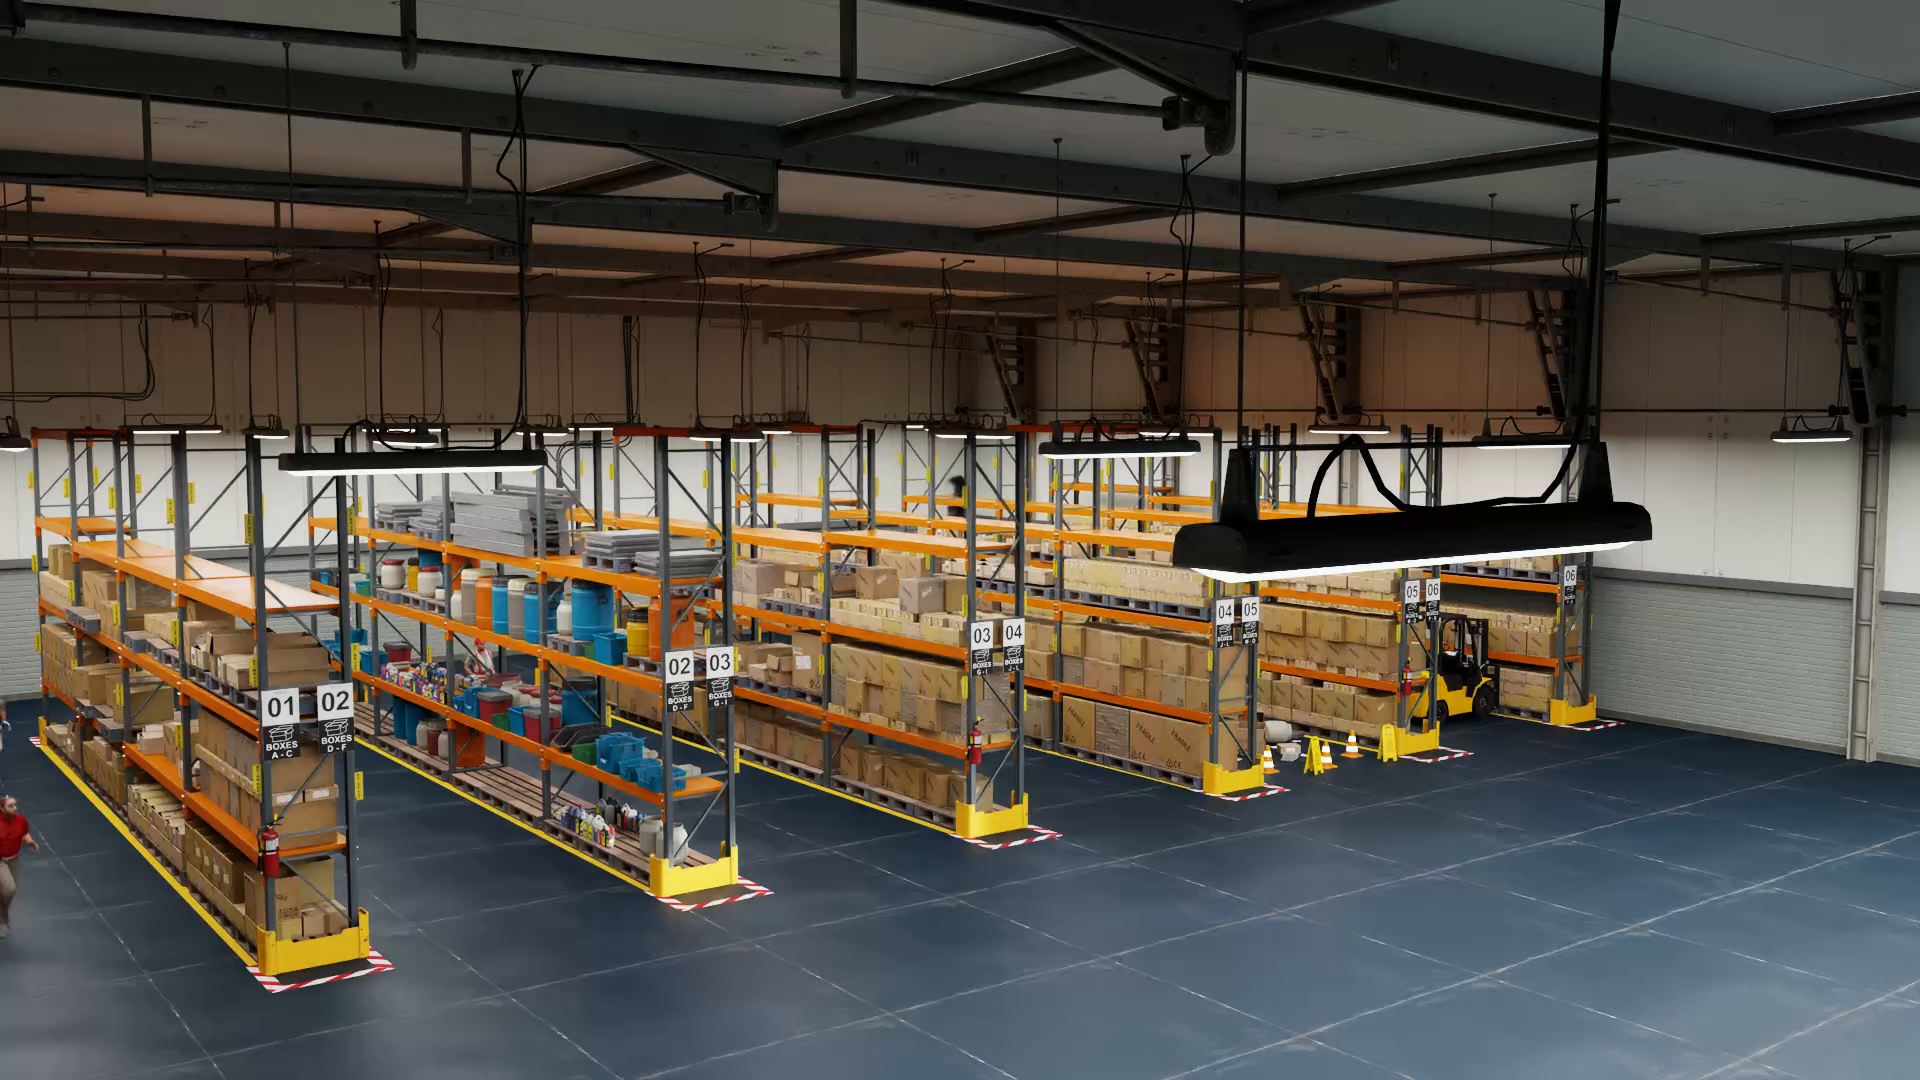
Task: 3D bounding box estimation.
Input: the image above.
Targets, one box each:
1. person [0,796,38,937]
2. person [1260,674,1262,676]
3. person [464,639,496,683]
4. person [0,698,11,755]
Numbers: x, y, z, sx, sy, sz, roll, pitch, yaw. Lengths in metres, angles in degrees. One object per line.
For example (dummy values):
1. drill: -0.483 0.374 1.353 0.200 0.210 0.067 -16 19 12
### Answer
1. person: -11.587 3.928 20.112 0.865 1.709 0.683 2 5 26
2. person: 6.453 2.535 37.507 0.667 1.698 0.905 -4 6 -42
3. person: -9.673 2.825 33.600 0.827 1.740 0.642 4 6 41
4. person: -16.519 3.254 28.199 0.833 1.740 0.660 4 6 43
